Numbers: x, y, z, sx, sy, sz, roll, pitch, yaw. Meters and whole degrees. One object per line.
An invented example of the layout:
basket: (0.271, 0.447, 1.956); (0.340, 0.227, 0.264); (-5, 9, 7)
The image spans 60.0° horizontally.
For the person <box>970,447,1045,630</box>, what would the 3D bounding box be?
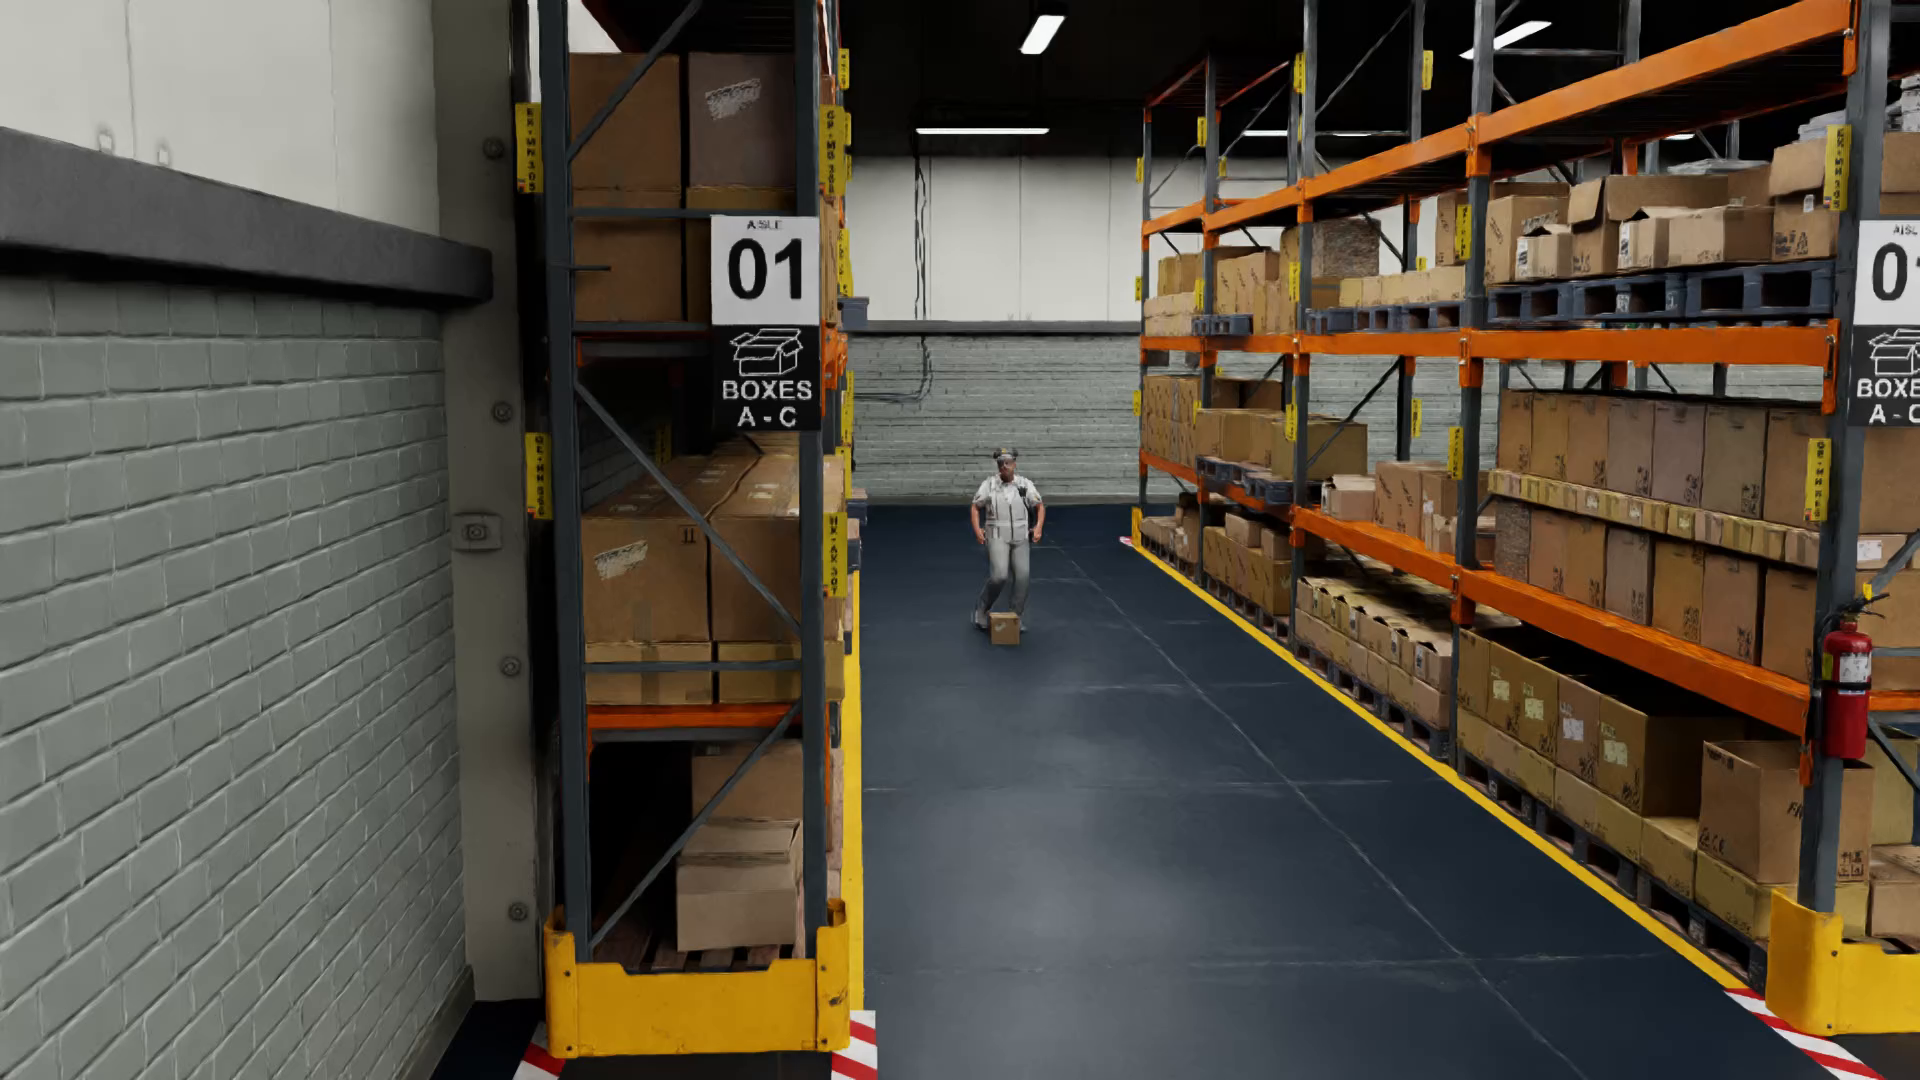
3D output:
person: (0.486, -0.010, 15.850); (0.711, 1.753, 0.506); (-2, 7, -15)
